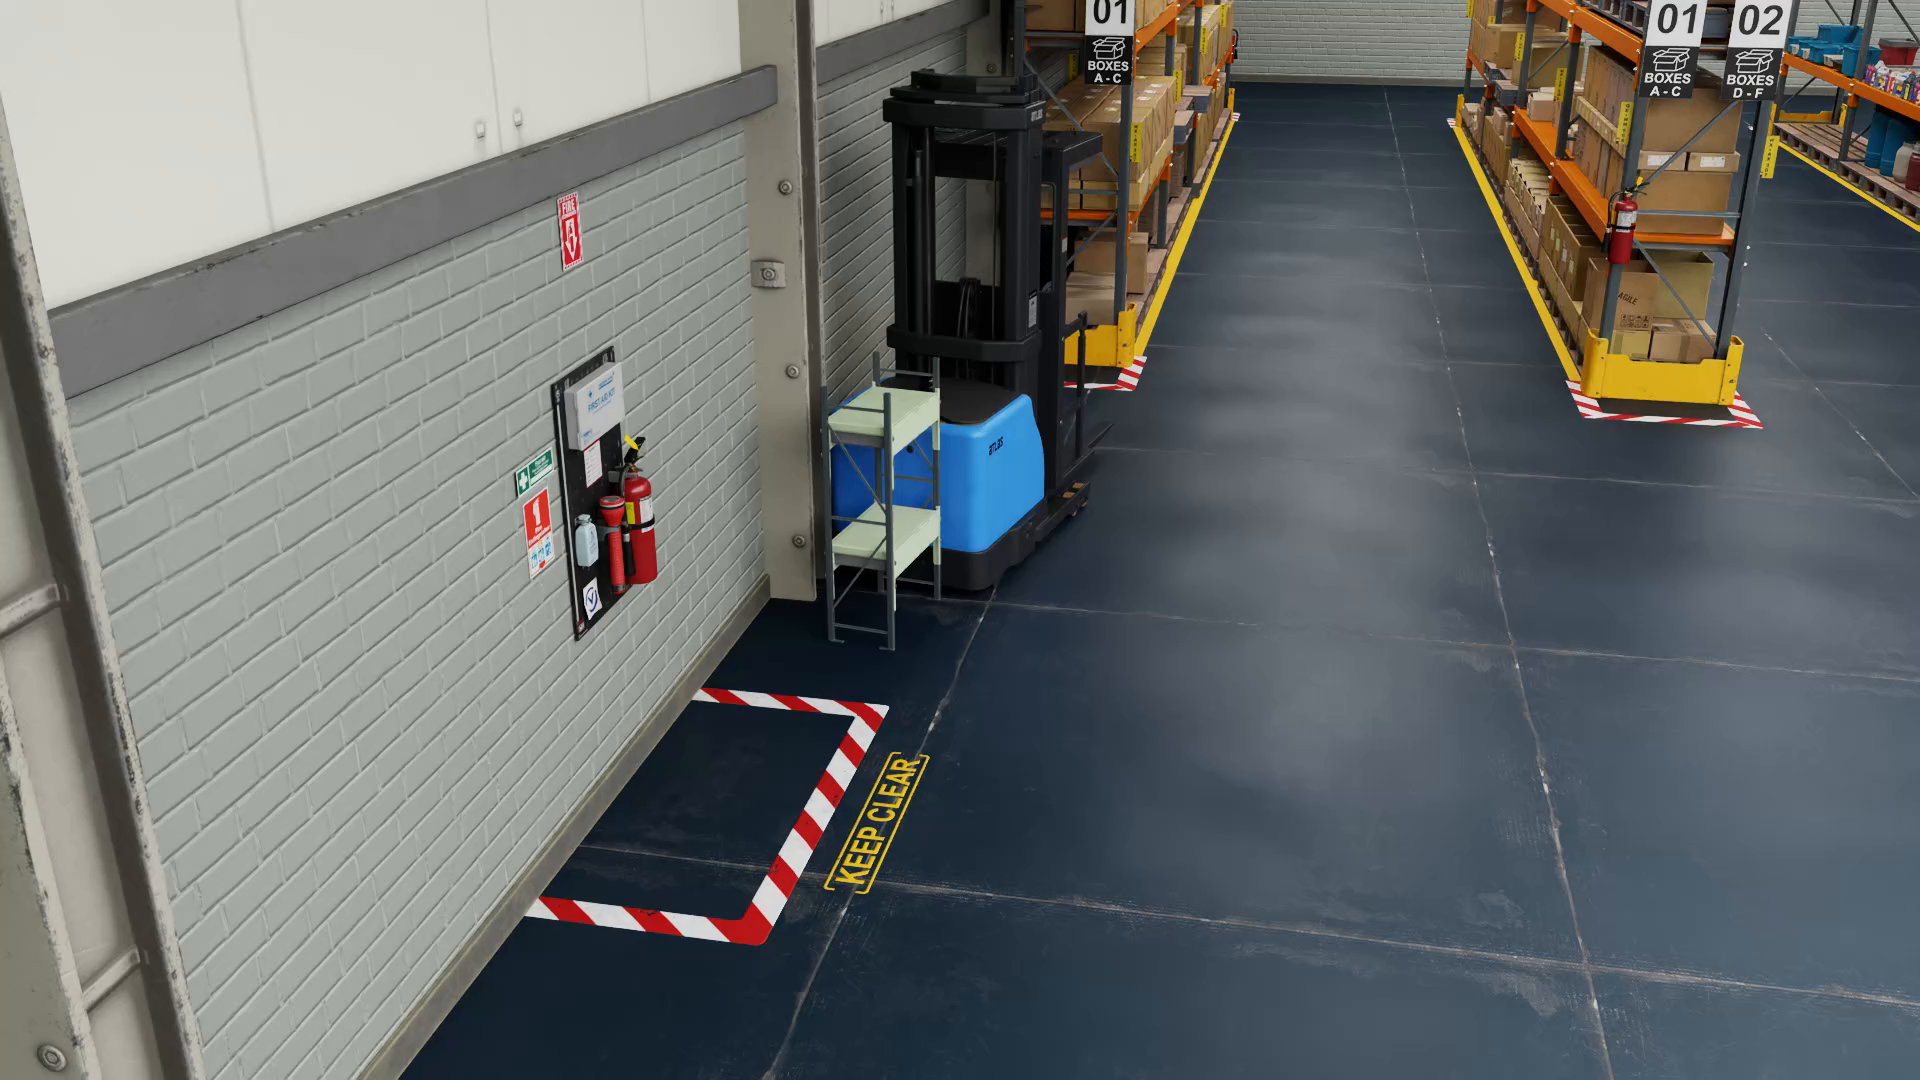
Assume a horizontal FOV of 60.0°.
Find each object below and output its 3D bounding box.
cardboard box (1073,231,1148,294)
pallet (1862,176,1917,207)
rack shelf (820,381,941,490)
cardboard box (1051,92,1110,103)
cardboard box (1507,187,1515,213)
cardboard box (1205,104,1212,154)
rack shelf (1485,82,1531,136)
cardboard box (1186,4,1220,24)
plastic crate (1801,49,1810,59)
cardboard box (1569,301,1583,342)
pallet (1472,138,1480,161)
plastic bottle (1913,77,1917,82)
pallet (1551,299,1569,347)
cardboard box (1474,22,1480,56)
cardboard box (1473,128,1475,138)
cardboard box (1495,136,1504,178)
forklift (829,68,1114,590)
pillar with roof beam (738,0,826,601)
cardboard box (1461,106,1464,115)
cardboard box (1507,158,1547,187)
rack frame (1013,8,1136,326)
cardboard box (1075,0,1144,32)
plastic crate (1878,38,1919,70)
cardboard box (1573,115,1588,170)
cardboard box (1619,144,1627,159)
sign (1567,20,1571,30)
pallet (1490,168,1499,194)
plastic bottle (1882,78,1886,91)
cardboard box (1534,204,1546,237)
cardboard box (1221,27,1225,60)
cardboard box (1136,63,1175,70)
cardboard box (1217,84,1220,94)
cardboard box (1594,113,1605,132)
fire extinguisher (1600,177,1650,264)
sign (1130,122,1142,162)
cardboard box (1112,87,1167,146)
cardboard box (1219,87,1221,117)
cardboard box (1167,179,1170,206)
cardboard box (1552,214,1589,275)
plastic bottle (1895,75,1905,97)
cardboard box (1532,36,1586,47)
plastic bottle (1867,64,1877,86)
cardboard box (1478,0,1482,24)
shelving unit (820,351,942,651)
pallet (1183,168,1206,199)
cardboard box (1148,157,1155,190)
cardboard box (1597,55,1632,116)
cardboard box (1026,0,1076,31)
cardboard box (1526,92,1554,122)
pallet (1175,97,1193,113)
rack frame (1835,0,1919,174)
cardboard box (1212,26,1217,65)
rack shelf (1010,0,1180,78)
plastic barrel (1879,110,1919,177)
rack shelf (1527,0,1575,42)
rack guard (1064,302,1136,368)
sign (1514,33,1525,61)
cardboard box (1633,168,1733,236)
[{"bbox_3d":[1.489,-2.746,16.414,0.700,0.500,0.500,3,22,8],"label":"cardboard box"},{"bbox_3d":[12.647,-4.596,21.982,1.003,0.211,1.213,4,22,11],"label":"pallet"},{"bbox_3d":[-0.432,-0.592,9.271,0.431,0.370,0.720,8,23,18],"label":"rack shelf"},{"bbox_3d":[1.149,-4.015,15.979,0.500,0.500,0.500,5,22,12],"label":"cardboard box"},{"bbox_3d":[6.931,-4.098,20.132,0.500,0.250,0.500,4,22,9],"label":"cardboard box"},{"bbox_3d":[3.210,-5.996,24.041,0.750,0.750,0.750,5,23,13],"label":"cardboard box"},{"bbox_3d":[7.836,-5.930,22.524,1.077,0.370,4.000,4,22,11],"label":"rack shelf"},{"bbox_3d":[3.549,-7.722,24.450,0.500,0.250,0.500,5,22,12],"label":"cardboard box"},{"bbox_3d":[13.251,-7.560,25.882,0.250,0.136,0.298,4,22,11],"label":"plastic crate"},{"bbox_3d":[5.706,-1.928,14.743,0.500,0.250,0.500,4,22,11],"label":"cardboard box"},{"bbox_3d":[8.385,-5.952,25.350,1.003,0.211,1.213,4,22,11],"label":"pallet"},{"bbox_3d":[12.299,-5.809,21.418,0.061,0.283,0.133,4,22,11],"label":"plastic bottle"},{"bbox_3d":[6.161,-2.040,15.637,1.003,0.211,1.213,4,22,11],"label":"pallet"},{"bbox_3d":[8.506,-7.989,26.542,0.500,0.500,0.500,4,22,11],"label":"cardboard box"},{"bbox_3d":[8.100,-6.248,25.579,0.380,0.149,0.250,4,22,11],"label":"cardboard box"},{"bbox_3d":[7.495,-5.126,22.322,0.500,0.500,0.500,4,22,9],"label":"cardboard box"},{"bbox_3d":[0.249,-1.576,10.843,1.130,2.935,3.031,9,24,21],"label":"forklift"},{"bbox_3d":[3.231,-3.564,7.659,9.100,9.000,0.400,4,22,11],"label":"pillar with roof beam"},{"bbox_3d":[8.638,-7.212,27.974,0.380,0.149,0.250,4,22,11],"label":"cardboard box"},{"bbox_3d":[7.033,-4.542,20.484,0.500,0.311,0.500,5,23,13],"label":"cardboard box"},{"bbox_3d":[0.945,-2.982,14.243,1.000,3.000,0.127,4,22,11],"label":"rack frame"},{"bbox_3d":[1.258,-4.533,13.917,0.500,0.500,0.500,5,22,12],"label":"cardboard box"},{"bbox_3d":[13.520,-6.981,24.005,0.402,0.464,0.583,4,22,11],"label":"plastic crate"},{"bbox_3d":[6.527,-3.952,16.519,0.700,0.500,0.500,4,22,10],"label":"cardboard box"},{"bbox_3d":[5.791,-3.297,14.022,0.380,0.149,0.250,4,22,10],"label":"cardboard box"},{"bbox_3d":[8.788,-7.491,23.888,0.100,0.325,0.005,4,22,11],"label":"sign"},{"bbox_3d":[7.868,-4.953,22.870,1.003,0.211,1.213,4,22,11],"label":"pallet"},{"bbox_3d":[12.460,-6.138,22.345,0.097,0.201,0.097,0,22,0],"label":"plastic bottle"},{"bbox_3d":[6.413,-3.418,17.694,0.500,0.311,0.500,4,22,11],"label":"cardboard box"},{"bbox_3d":[3.675,-7.974,26.236,0.980,0.700,0.700,4,22,10],"label":"cardboard box"},{"bbox_3d":[2.019,-5.083,18.737,0.700,0.500,0.500,7,23,16],"label":"cardboard box"},{"bbox_3d":[4.001,-7.275,26.818,0.380,0.149,0.250,4,22,9],"label":"cardboard box"},{"bbox_3d":[6.108,-3.861,15.423,0.380,0.149,0.250,4,22,9],"label":"cardboard box"},{"bbox_3d":[5.316,-2.562,13.304,0.296,0.674,0.183,4,22,11],"label":"fire extinguisher"},{"bbox_3d":[1.476,-3.343,13.979,0.100,0.325,0.005,4,22,11],"label":"sign"},{"bbox_3d":[1.758,-4.170,16.362,0.500,0.500,0.500,4,22,9],"label":"cardboard box"},{"bbox_3d":[3.961,-7.238,27.595,0.700,0.500,0.500,4,22,9],"label":"cardboard box"},{"bbox_3d":[2.189,-4.322,20.327,0.700,0.500,0.500,4,22,11],"label":"cardboard box"},{"bbox_3d":[6.006,-2.825,15.967,0.500,0.500,0.500,4,22,11],"label":"cardboard box"},{"bbox_3d":[12.338,-5.952,21.789,0.097,0.271,0.097,0,22,0],"label":"plastic bottle"},{"bbox_3d":[7.819,-6.332,21.864,0.700,0.500,0.500,9,24,21],"label":"cardboard box"},{"bbox_3d":[12.572,-6.411,22.913,0.061,0.283,0.133,4,22,11],"label":"plastic bottle"},{"bbox_3d":[8.505,-8.451,26.350,0.500,0.500,0.500,5,22,12],"label":"cardboard box"},{"bbox_3d":[-0.432,-0.230,9.417,0.431,1.500,0.755,8,23,18],"label":"shelving unit"},{"bbox_3d":[2.812,-4.897,22.731,1.003,0.211,1.213,4,22,11],"label":"pallet"},{"bbox_3d":[1.557,-3.453,15.586,0.500,0.250,0.500,4,22,10],"label":"cardboard box"},{"bbox_3d":[6.322,-4.186,15.362,0.700,0.500,0.500,4,22,11],"label":"cardboard box"},{"bbox_3d":[0.782,-4.601,14.087,0.500,0.500,0.500,6,23,15],"label":"cardboard box"},{"bbox_3d":[7.055,-5.178,19.815,0.500,0.311,0.500,4,22,10],"label":"cardboard box"},{"bbox_3d":[2.213,-5.092,19.738,1.003,0.211,1.213,4,22,11],"label":"pallet"},{"bbox_3d":[13.092,-6.616,23.265,1.000,3.000,0.127,4,22,11],"label":"rack frame"},{"bbox_3d":[3.452,-7.189,24.130,0.500,0.500,0.500,5,22,11],"label":"cardboard box"},{"bbox_3d":[1.353,-4.771,15.633,1.077,0.370,4.000,4,22,11],"label":"rack shelf"},{"bbox_3d":[12.820,-5.381,22.445,0.600,0.901,0.708,4,22,11],"label":"plastic barrel"},{"bbox_3d":[7.019,-5.858,18.332,1.077,0.370,4.000,4,22,11],"label":"rack shelf"},{"bbox_3d":[0.960,-1.851,14.779,1.175,0.500,0.348,4,22,11],"label":"rack guard"},{"bbox_3d":[6.894,-6.070,20.466,0.100,0.325,0.005,4,22,11],"label":"sign"},{"bbox_3d":[5.903,-2.822,13.712,0.700,0.500,0.500,4,22,11],"label":"cardboard box"}]
